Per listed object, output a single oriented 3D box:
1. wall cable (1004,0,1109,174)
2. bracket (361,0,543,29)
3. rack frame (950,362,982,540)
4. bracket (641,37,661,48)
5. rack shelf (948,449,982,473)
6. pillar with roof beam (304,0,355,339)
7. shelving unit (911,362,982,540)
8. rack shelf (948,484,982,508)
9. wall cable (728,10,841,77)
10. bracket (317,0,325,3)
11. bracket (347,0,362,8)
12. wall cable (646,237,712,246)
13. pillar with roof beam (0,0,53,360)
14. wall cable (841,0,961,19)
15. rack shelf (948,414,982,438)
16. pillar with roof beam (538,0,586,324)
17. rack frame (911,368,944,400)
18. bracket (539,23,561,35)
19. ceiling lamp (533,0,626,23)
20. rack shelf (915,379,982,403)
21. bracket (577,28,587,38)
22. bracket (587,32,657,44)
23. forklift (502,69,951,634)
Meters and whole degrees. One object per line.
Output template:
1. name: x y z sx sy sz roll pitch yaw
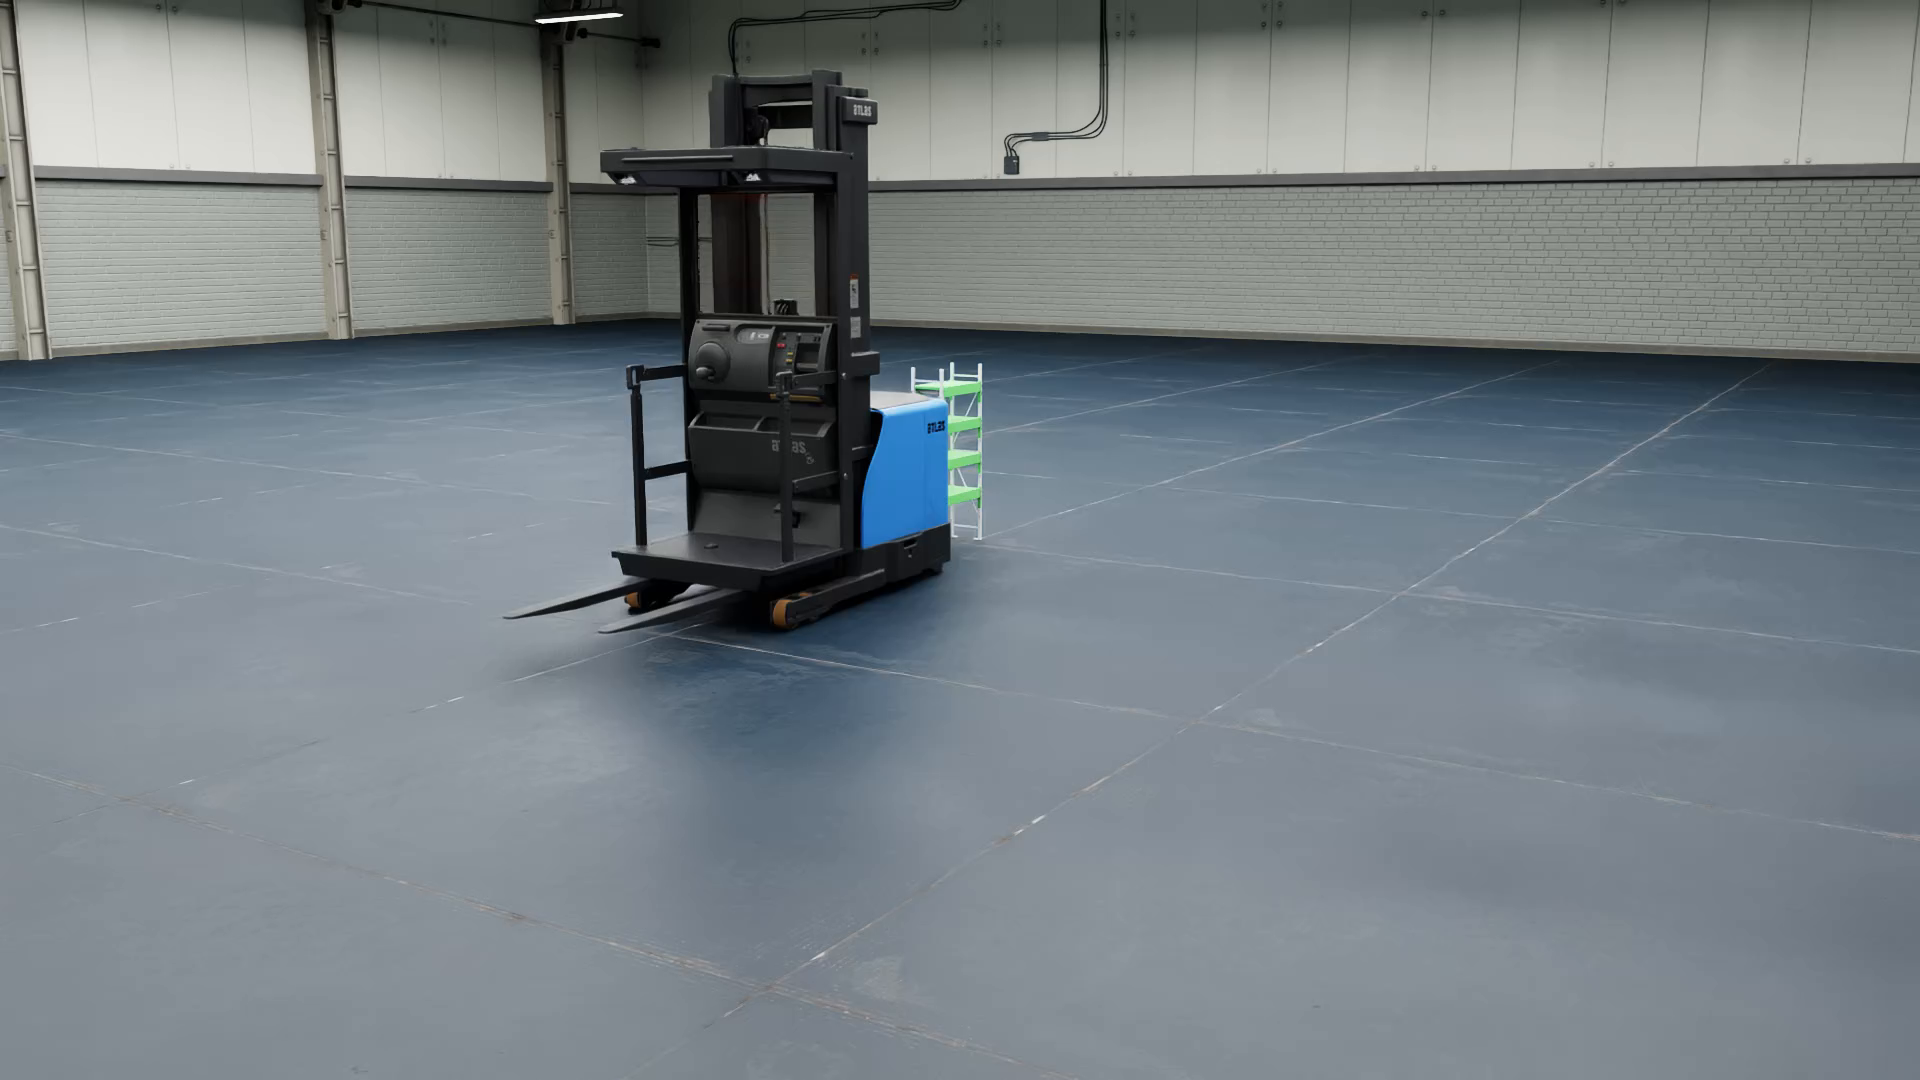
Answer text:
1. wall cable: 1.902 -10.363 33.027 2.305 6.003 0.169 6 12 31
2. bracket: -10.113 -10.529 33.372 0.076 0.066 4.783 6 12 31
3. rack frame: 0.041 -0.602 11.324 0.240 1.200 0.015 6 12 31
4. bracket: -7.114 -11.437 38.225 0.235 0.232 0.430 6 12 31
5. rack shelf: -0.086 -0.501 11.131 0.258 0.148 0.480 6 12 31
6. pillar with roof beam: -8.299 -7.909 29.160 9.100 9.000 0.548 6 12 31
7. shelving unit: -0.086 -0.564 11.119 0.258 1.200 0.503 6 12 31
8. rack shelf: -0.086 -0.265 11.175 0.258 0.148 0.480 6 12 31
9. wall cable: -3.891 -10.299 36.638 3.097 2.526 0.112 6 12 31
10. bracket: -11.890 -9.990 30.496 0.235 0.232 0.430 6 12 31
11. bracket: -11.459 -10.121 31.193 0.235 0.232 0.430 6 12 31
12. wall cable: -6.203 -8.075 38.483 3.097 2.526 0.112 6 12 31
13. pillar with roof beam: -11.414 -6.965 24.120 9.100 9.000 0.400 6 12 31
14. wall cable: -1.246 -12.239 34.640 3.097 2.526 0.112 6 12 31
15. rack shelf: -0.086 -0.737 11.087 0.258 0.148 0.480 6 12 31
16. pillar with roof beam: -5.184 -8.853 34.201 9.100 9.000 0.548 6 12 31
17. rack frame: -0.213 -0.525 10.914 0.240 1.200 0.015 6 12 31
18. bracket: -8.775 -10.934 35.536 0.235 0.232 0.430 6 12 31
19. ceiling lamp: -6.810 -11.072 30.190 2.000 3.185 0.800 6 12 31
20. rack shelf: -0.086 -0.973 11.043 0.258 0.148 0.480 6 12 31
21. bracket: -8.344 -11.064 36.234 0.235 0.232 0.430 6 12 31
22. bracket: -7.420 -11.344 37.728 0.076 0.066 3.189 6 12 31
23. forklift: -1.216 -1.059 9.059 1.130 2.935 3.031 6 12 29
